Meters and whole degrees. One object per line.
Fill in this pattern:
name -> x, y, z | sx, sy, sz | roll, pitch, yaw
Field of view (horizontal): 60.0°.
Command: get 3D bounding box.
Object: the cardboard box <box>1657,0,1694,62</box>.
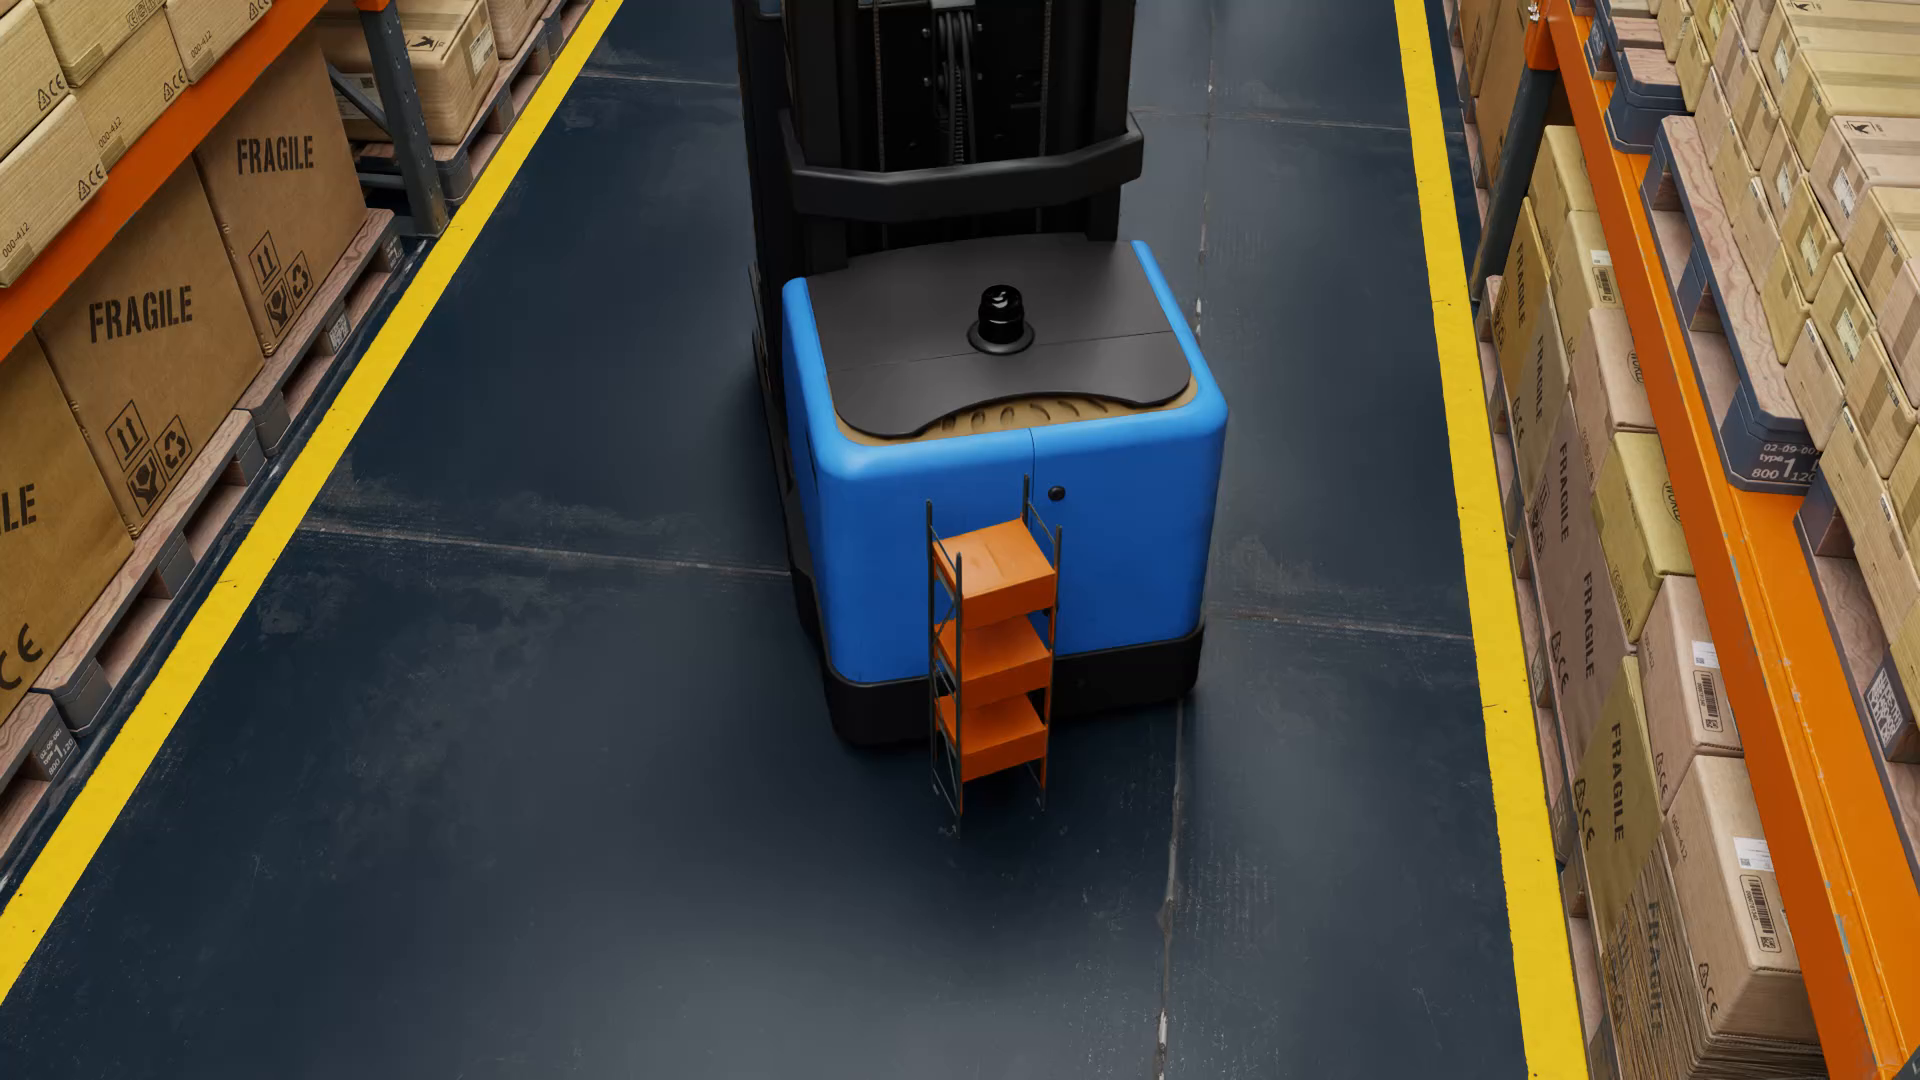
cardboard box -> 2.073, -1.372, 4.395 | 0.380, 0.149, 0.250 | 7, 44, 8

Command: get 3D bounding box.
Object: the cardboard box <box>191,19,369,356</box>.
cardboard box -> -2.691, -1.263, 5.642 | 0.875, 0.875, 0.875 | 5, 44, 5

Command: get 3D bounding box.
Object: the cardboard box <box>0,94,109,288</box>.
cardboard box -> -2.501, -0.881, 4.108 | 0.500, 0.250, 0.500 | 5, 44, 5

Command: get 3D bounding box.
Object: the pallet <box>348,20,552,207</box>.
pallet -> -2.412, -1.865, 7.067 | 1.003, 0.211, 1.213 | 5, 44, 6

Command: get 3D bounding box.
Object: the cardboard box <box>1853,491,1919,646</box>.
cardboard box -> 1.799, 0.065, 2.877 | 0.380, 0.149, 0.250 | 5, 44, 5

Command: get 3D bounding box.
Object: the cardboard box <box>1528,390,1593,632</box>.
cardboard box -> 1.930, -0.057, 4.641 | 0.500, 0.500, 0.500 | 4, 44, 4

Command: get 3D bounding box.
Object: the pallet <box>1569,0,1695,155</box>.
pallet -> 2.414, -1.399, 4.686 | 1.213, 0.211, 1.003 | 5, 44, 6

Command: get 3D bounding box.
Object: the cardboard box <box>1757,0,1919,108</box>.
cardboard box -> 1.977, -1.049, 3.620 | 0.380, 0.149, 0.250 | 6, 44, 7

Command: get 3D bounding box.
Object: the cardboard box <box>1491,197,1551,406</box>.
cardboard box -> 2.056, -0.750, 5.373 | 0.500, 0.500, 0.500 | 4, 44, 4

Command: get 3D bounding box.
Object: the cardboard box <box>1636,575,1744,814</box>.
cardboard box -> 1.803, 0.365, 3.650 | 0.500, 0.250, 0.500 | 7, 44, 7

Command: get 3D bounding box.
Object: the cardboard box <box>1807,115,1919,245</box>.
cardboard box -> 1.907, -0.695, 3.247 | 0.380, 0.149, 0.250 | 3, 44, 4

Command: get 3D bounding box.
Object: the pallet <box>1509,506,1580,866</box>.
pallet -> 2.134, 0.410, 4.664 | 1.003, 0.211, 1.213 | 5, 44, 6

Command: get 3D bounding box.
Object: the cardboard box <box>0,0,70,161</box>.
cardboard box -> -2.509, -1.065, 3.939 | 0.500, 0.250, 0.500 | 4, 44, 4

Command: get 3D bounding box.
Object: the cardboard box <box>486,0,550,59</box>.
cardboard box -> -2.343, -2.432, 7.242 | 0.950, 0.372, 0.625 | 4, 44, 5

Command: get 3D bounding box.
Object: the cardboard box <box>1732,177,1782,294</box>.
cardboard box -> 1.934, -0.658, 3.641 | 0.380, 0.149, 0.250 | 4, 44, 4

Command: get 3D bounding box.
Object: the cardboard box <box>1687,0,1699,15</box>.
cardboard box -> 2.074, -1.455, 4.266 | 0.380, 0.149, 0.250 | 4, 44, 4

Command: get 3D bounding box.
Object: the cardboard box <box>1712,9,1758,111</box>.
cardboard box -> 2.007, -1.114, 3.905 | 0.380, 0.149, 0.250 | 5, 44, 6

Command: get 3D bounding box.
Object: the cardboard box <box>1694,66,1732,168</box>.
cardboard box -> 2.006, -1.007, 4.009 | 0.380, 0.149, 0.250 | 7, 44, 7

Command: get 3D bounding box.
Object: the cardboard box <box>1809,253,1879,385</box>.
cardboard box -> 1.868, -0.409, 3.161 | 0.380, 0.149, 0.250 | 3, 44, 3

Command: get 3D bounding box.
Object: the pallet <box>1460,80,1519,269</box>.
pallet -> 2.582, -1.482, 6.662 | 1.003, 0.211, 1.213 | 5, 44, 6

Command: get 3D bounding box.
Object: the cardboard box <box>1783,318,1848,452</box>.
cardboard box -> 1.863, -0.296, 3.258 | 0.380, 0.149, 0.250 | 4, 44, 4

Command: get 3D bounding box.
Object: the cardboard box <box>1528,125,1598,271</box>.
cardboard box -> 2.072, -1.034, 5.127 | 0.500, 0.250, 0.500 | 3, 44, 4

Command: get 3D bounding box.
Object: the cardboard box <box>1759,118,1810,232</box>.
cardboard box -> 1.939, -0.760, 3.532 | 0.380, 0.149, 0.250 | 7, 44, 7

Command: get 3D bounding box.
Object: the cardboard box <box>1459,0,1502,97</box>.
cardboard box -> 2.685, -2.303, 6.831 | 1.050, 0.750, 0.750 | 6, 44, 6

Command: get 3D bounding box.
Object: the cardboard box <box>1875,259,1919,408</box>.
cardboard box -> 1.839, -0.345, 2.877 | 0.380, 0.149, 0.250 | 5, 44, 5

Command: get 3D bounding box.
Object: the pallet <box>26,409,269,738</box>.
pallet -> -2.860, 0.027, 5.068 | 1.003, 0.211, 1.213 | 5, 44, 6

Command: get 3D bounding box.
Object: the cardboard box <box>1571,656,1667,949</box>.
cardboard box -> 1.790, 0.640, 3.905 | 0.500, 0.500, 0.500 | 4, 44, 5

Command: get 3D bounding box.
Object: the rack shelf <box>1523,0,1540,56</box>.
rack shelf -> 2.667, -3.066, 6.830 | 1.077, 0.370, 4.000 | 5, 44, 6

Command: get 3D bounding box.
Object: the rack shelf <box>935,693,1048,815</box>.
rack shelf -> 0.075, 0.528, 4.348 | 0.240, 0.259, 0.215 | -16, 46, -16

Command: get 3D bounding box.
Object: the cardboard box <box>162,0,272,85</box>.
cardboard box -> -2.379, -1.573, 4.839 | 0.500, 0.250, 0.500 | 6, 44, 6

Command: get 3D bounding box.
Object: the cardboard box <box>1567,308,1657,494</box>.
cardboard box -> 1.926, -0.352, 4.407 | 0.500, 0.250, 0.500 | 6, 44, 6

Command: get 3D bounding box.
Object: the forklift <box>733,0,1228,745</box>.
forklift -> -0.112, -1.529, 4.733 | 1.130, 2.935, 3.031 | -8, 44, -8

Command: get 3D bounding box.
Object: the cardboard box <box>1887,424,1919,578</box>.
cardboard box -> 1.800, -0.045, 2.777 | 0.380, 0.149, 0.250 | 7, 44, 7

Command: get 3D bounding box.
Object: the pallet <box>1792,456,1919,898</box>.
pallet -> 2.119, 0.324, 2.866 | 1.003, 0.211, 1.213 | 5, 44, 6

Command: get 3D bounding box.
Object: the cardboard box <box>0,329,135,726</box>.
cardboard box -> -2.932, -0.047, 4.357 | 0.875, 0.875, 0.875 | 6, 44, 7

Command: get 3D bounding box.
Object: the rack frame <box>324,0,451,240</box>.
rack frame -> -2.517, -2.346, 5.545 | 1.000, 3.000, 0.127 | 5, 44, 6

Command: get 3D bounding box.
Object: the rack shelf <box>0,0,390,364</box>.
rack shelf -> -2.782, -0.721, 4.353 | 1.077, 0.370, 4.000 | 5, 44, 6

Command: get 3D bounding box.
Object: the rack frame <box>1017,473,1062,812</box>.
rack frame -> 0.189, 0.288, 4.181 | 0.008, 1.050, 0.200 | -16, 46, -16

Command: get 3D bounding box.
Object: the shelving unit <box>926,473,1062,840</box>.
shelving unit -> 0.076, 0.319, 4.148 | 0.252, 1.050, 0.215 | -16, 46, -16
